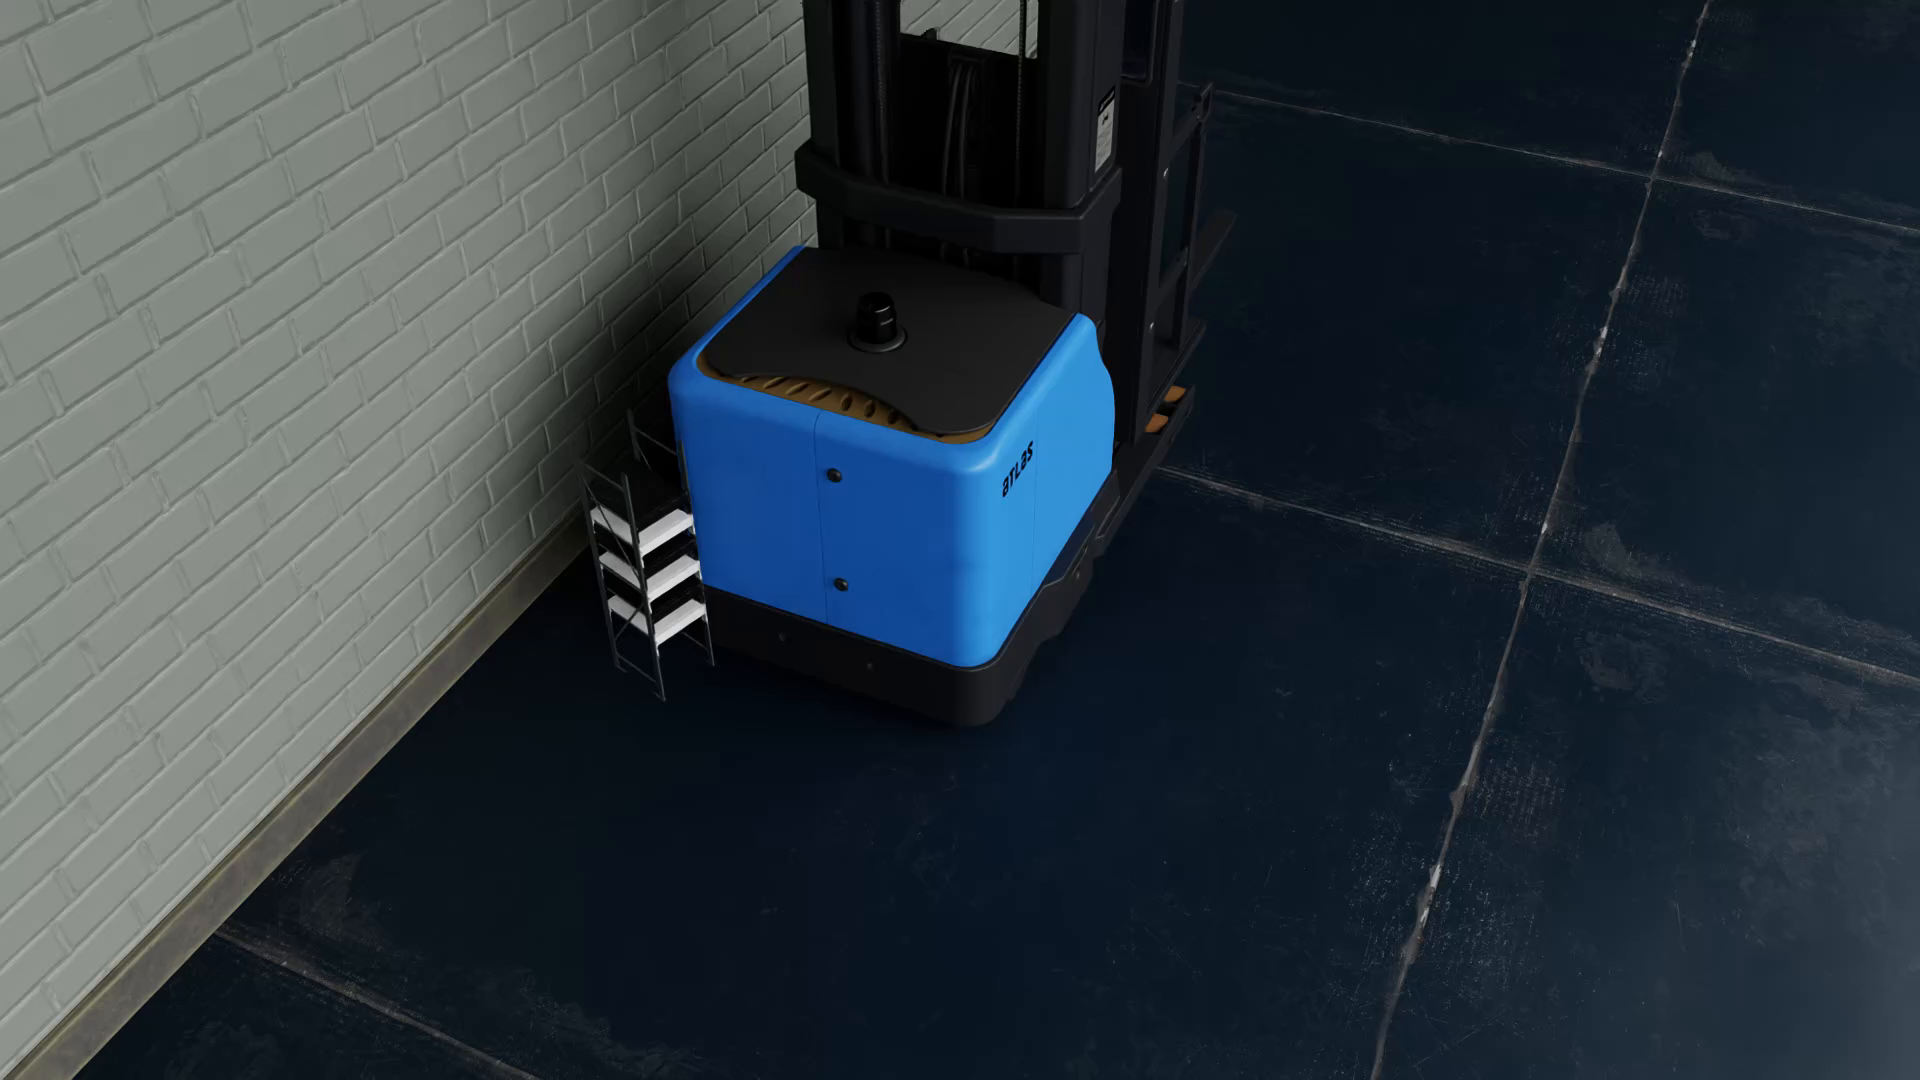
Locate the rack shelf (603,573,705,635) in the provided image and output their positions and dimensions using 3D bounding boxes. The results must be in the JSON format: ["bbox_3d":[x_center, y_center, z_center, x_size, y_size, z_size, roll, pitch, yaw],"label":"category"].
[{"bbox_3d":[-0.940,0.153,5.074,0.258,0.077,0.200,30,49,30],"label":"rack shelf"}]

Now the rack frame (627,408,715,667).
[{"bbox_3d":[-0.873,0.010,5.050,0.240,0.900,0.006,30,49,30],"label":"rack frame"}]

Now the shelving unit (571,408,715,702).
[{"bbox_3d":[-0.940,0.060,4.993,0.258,0.900,0.210,30,49,30],"label":"shelving unit"}]

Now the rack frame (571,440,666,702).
[{"bbox_3d":[-1.008,0.110,4.936,0.240,0.900,0.006,30,49,30],"label":"rack frame"}]

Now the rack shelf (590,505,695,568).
[{"bbox_3d":[-0.941,-0.050,4.896,0.258,0.077,0.200,30,49,30],"label":"rack shelf"}]

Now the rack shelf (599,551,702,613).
[{"bbox_3d":[-0.940,0.086,5.015,0.258,0.077,0.200,30,49,30],"label":"rack shelf"}]

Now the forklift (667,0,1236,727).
[{"bbox_3d":[0.227,-1.514,5.258,1.130,2.935,3.031,17,44,18],"label":"forklift"}]

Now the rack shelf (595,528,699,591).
[{"bbox_3d":[-0.940,0.018,4.955,0.258,0.077,0.200,30,49,30],"label":"rack shelf"}]

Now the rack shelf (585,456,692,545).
[{"bbox_3d":[-0.941,-0.118,4.837,0.258,0.077,0.200,30,49,30],"label":"rack shelf"}]

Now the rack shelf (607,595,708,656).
[{"bbox_3d":[-0.940,0.221,5.133,0.258,0.077,0.200,30,49,30],"label":"rack shelf"}]
